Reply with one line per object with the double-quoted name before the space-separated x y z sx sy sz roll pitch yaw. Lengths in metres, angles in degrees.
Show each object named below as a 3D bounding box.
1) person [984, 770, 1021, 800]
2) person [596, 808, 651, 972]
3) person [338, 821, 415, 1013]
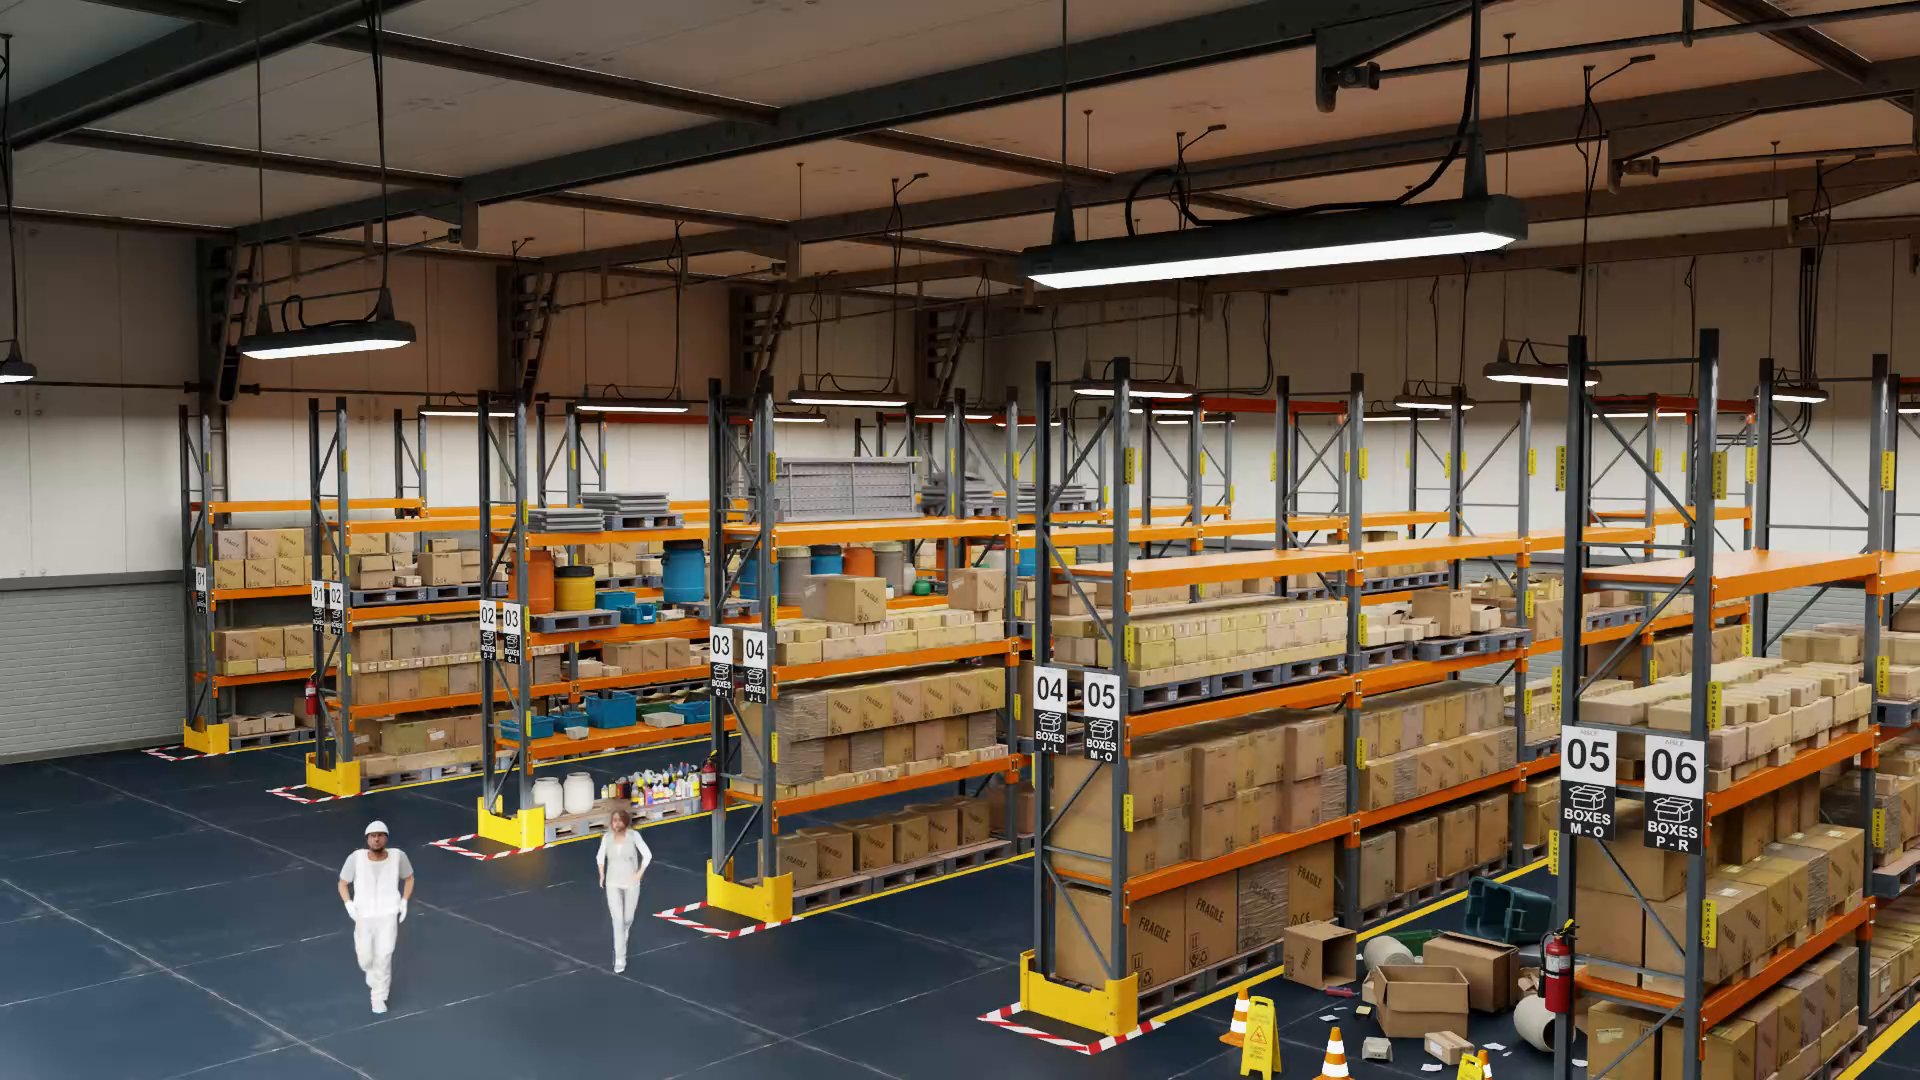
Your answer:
"person" 0.599 2.993 24.713 0.664 1.733 0.645 3 4 40
"person" -3.393 3.481 16.793 0.552 1.595 0.750 0 3 -4
"person" -5.452 3.480 15.552 0.673 1.737 0.665 -1 3 -17
